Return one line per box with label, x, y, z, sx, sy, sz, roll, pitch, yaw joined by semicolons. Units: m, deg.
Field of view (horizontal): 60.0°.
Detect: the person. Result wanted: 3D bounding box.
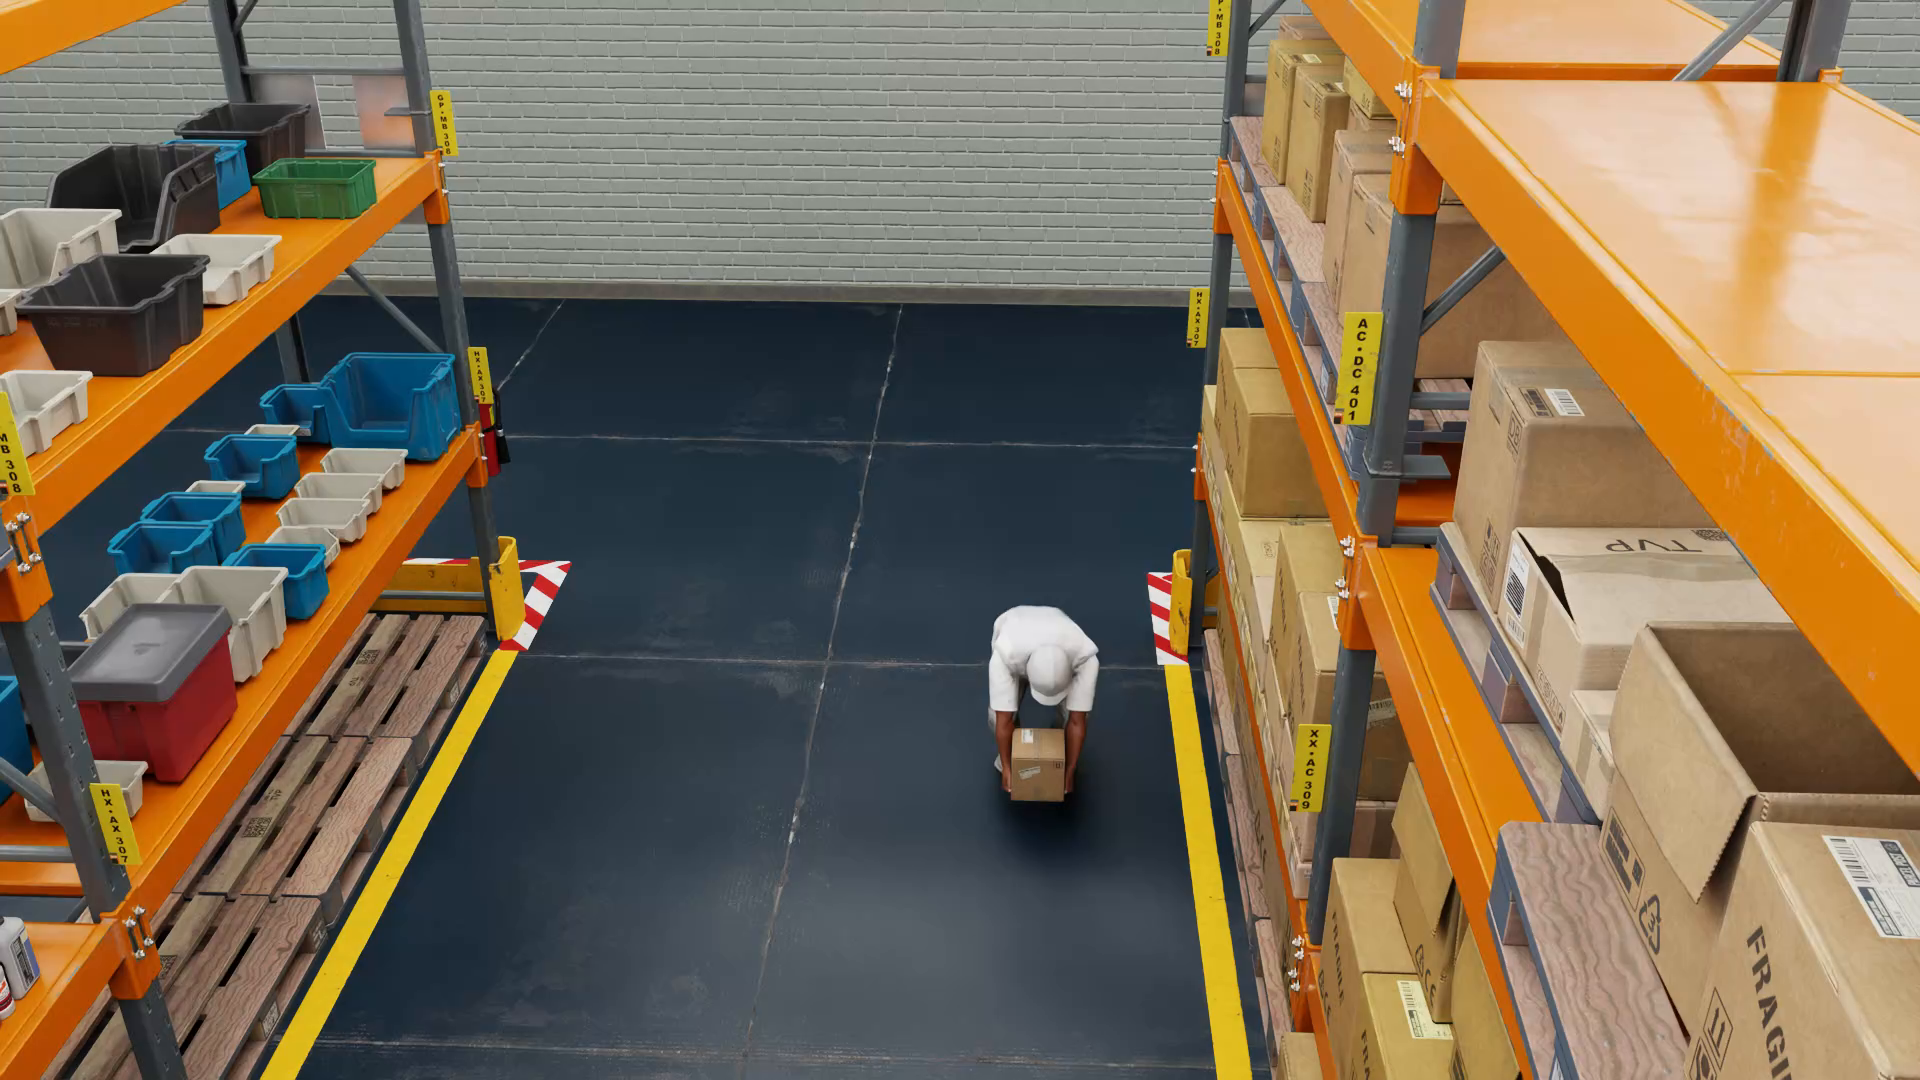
person;0.399;0.769;8.177;0.524;1.016;0.960;0;28;0
